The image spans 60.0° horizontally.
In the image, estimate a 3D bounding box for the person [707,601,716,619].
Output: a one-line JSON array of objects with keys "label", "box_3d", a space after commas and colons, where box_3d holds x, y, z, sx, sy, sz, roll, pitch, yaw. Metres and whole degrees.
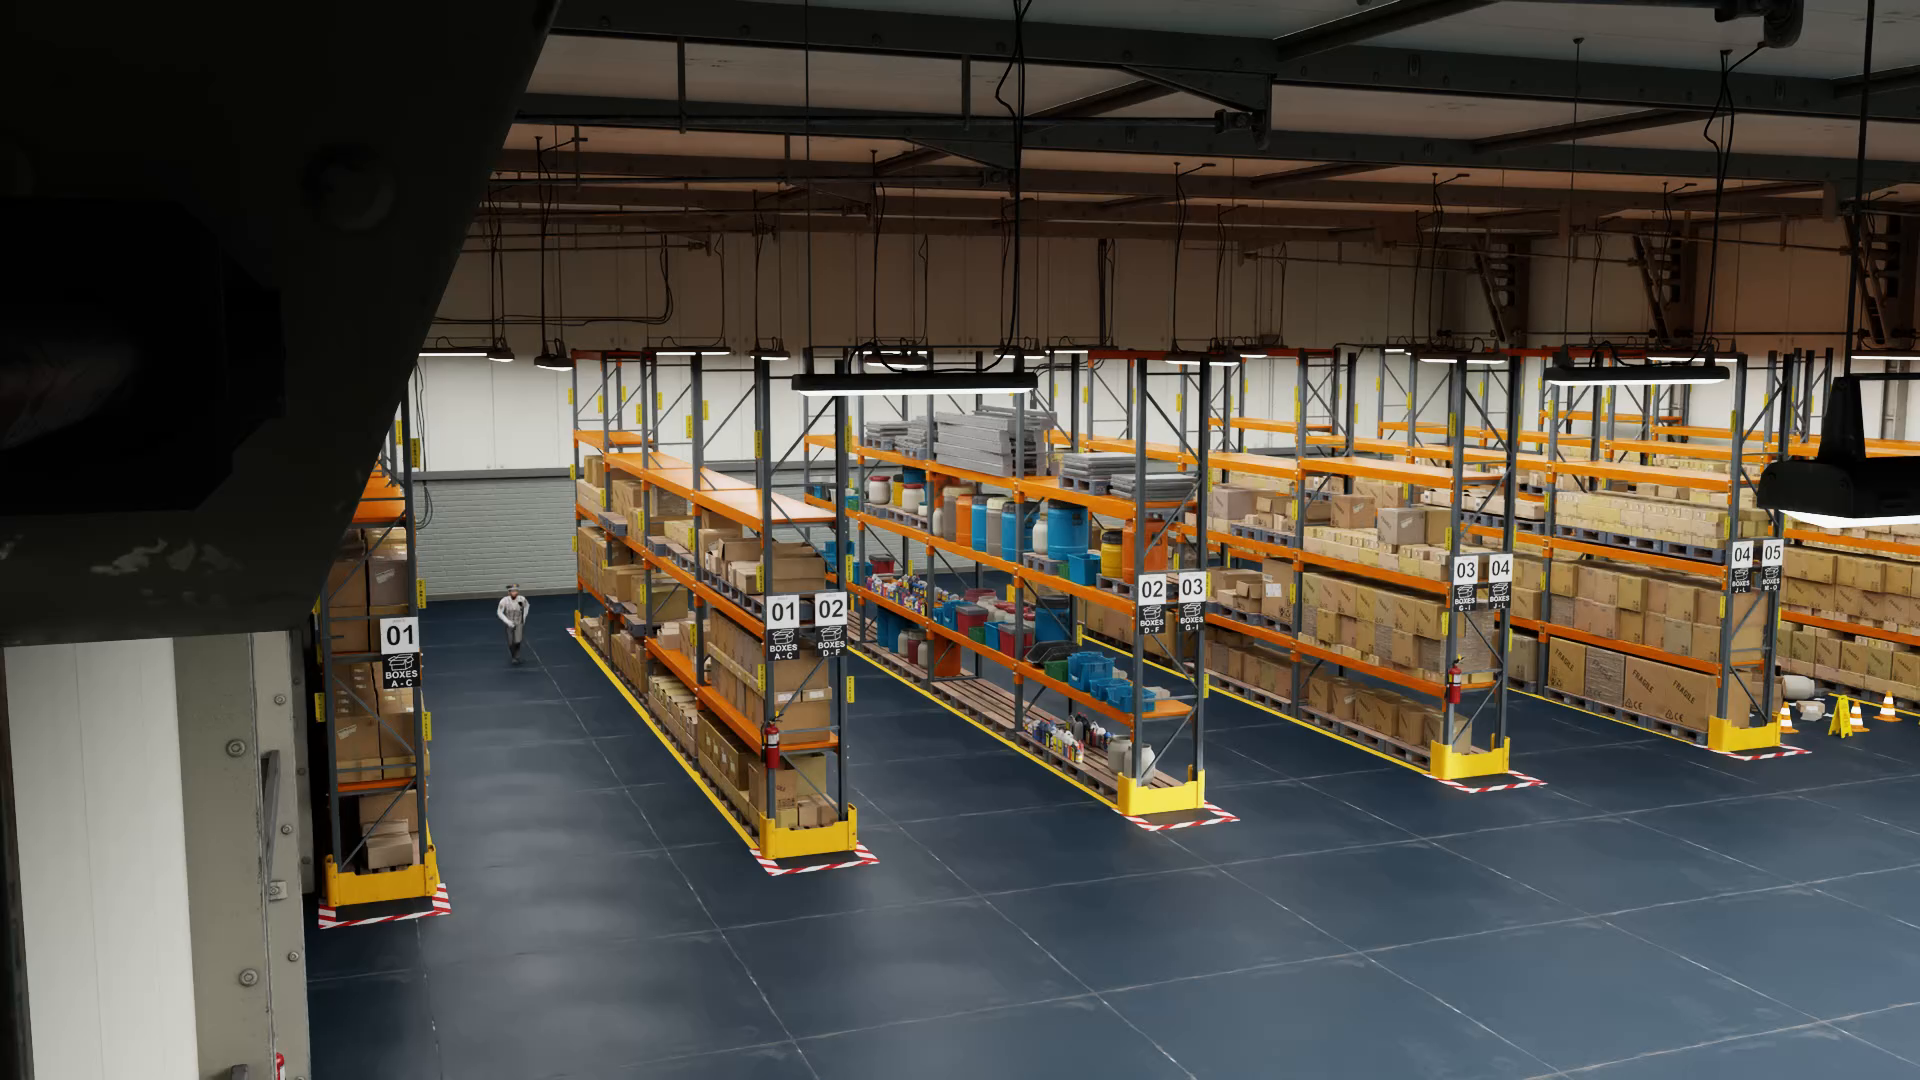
[{"label": "person", "box_3d": [-4.913, 1.532, 32.325, 0.418, 1.537, 0.992, -3, 8, -20]}]

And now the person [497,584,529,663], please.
[{"label": "person", "box_3d": [-8.534, 1.593, 31.801, 0.585, 1.602, 0.702, -1, 7, -12]}]
